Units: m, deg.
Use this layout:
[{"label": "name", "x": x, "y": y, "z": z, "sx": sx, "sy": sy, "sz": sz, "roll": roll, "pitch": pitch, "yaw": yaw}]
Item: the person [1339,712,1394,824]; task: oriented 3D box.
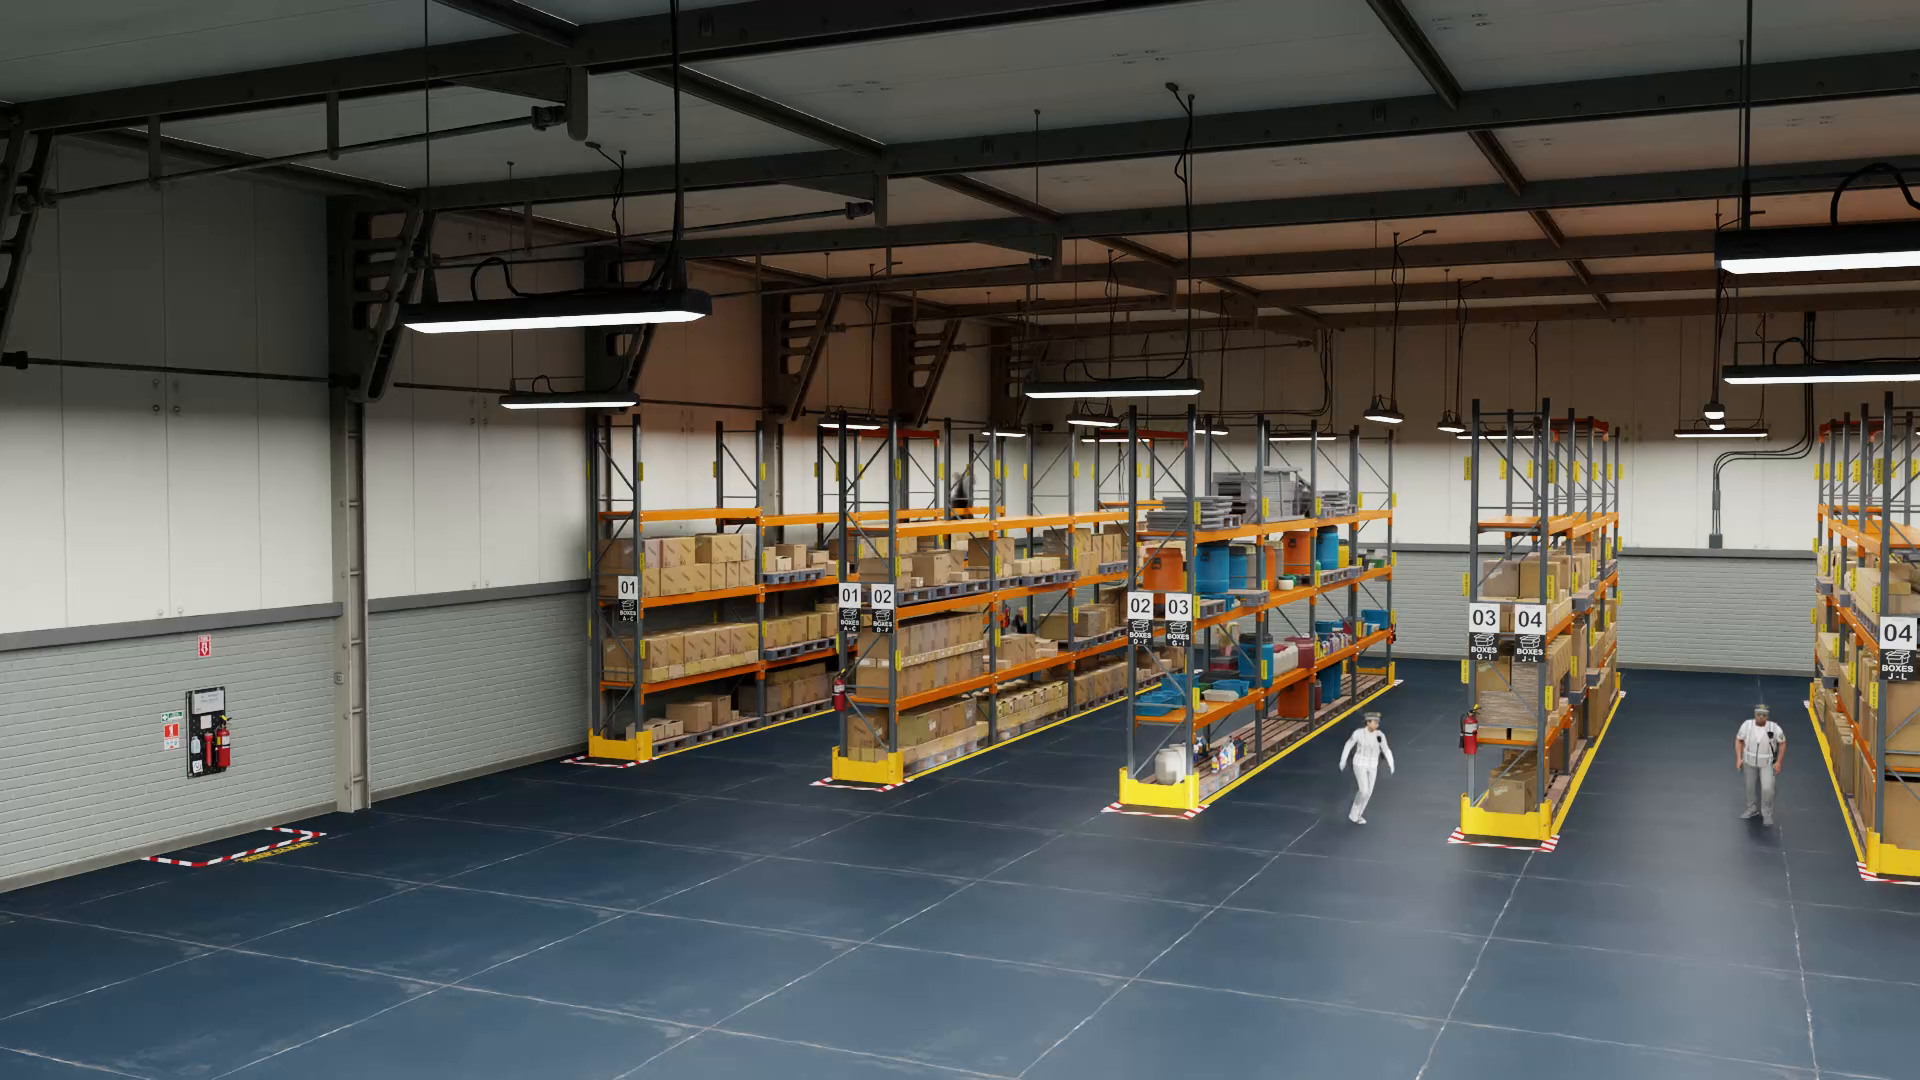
[{"label": "person", "x": 5.772, "y": 3.218, "z": 23.429, "sx": 0.598, "sy": 1.620, "sz": 0.724, "roll": -1, "pitch": 2, "yaw": -13}]

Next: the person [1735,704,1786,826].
[{"label": "person", "x": 11.453, "y": 3.176, "z": 23.767, "sx": 0.655, "sy": 1.727, "sz": 0.637, "roll": 2, "pitch": 3, "yaw": 36}]

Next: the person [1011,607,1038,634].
[{"label": "person", "x": 1.628, "y": 2.485, "z": 41.588, "sx": 0.697, "sy": 1.687, "sz": 1.012, "roll": 1, "pitch": 2, "yaw": 12}]

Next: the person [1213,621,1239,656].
[{"label": "person", "x": 6.382, "y": 2.581, "z": 39.857, "sx": 0.615, "sy": 1.669, "sz": 0.910, "roll": 1, "pitch": 2, "yaw": 15}]
